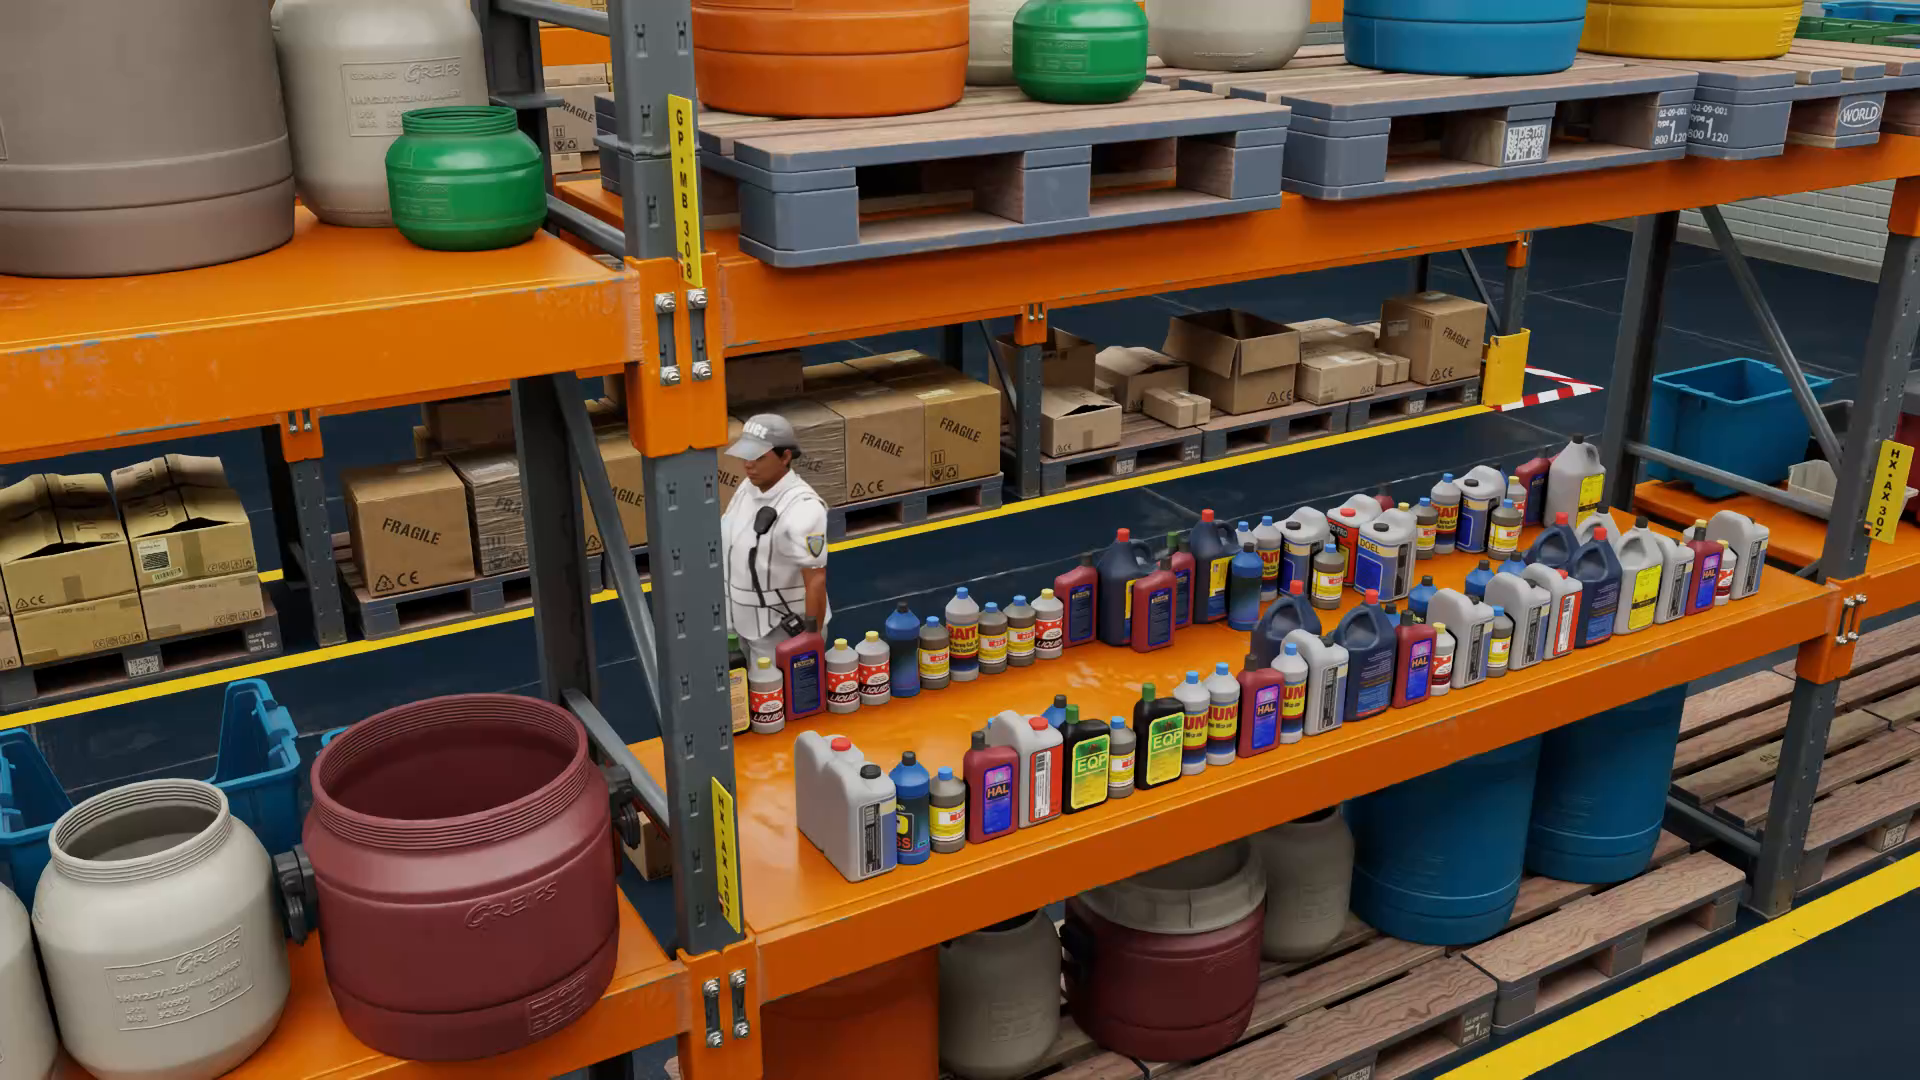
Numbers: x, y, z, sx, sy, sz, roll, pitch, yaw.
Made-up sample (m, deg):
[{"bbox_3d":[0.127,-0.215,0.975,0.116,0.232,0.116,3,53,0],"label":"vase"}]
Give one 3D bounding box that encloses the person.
[{"bbox_3d":[-0.745,0.372,6.197,0.500,1.723,0.513,-16,27,-34],"label":"person"}]
